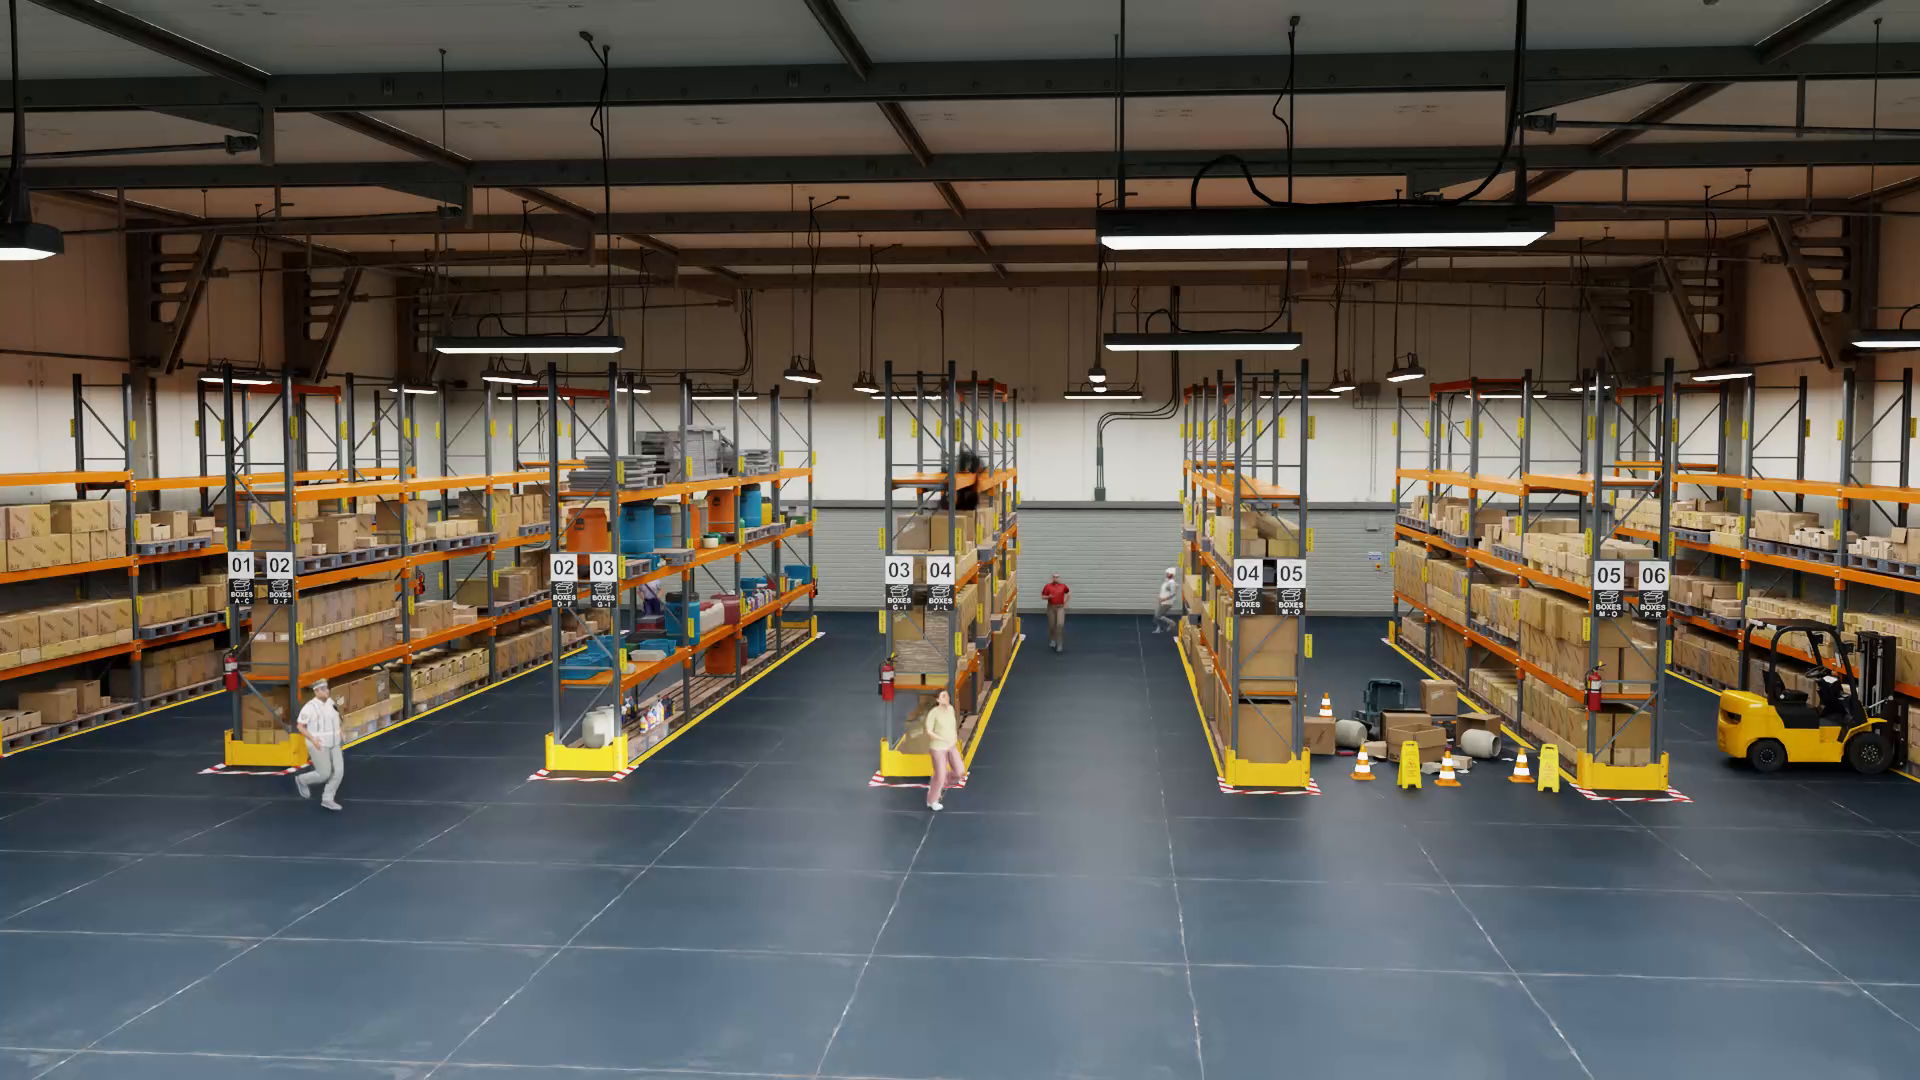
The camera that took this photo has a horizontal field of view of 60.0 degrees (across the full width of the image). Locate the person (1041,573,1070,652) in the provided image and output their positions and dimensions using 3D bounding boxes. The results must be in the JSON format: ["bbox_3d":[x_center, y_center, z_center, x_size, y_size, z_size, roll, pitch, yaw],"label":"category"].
[{"bbox_3d":[2.183,1.630,37.987,0.647,1.770,0.816,0,4,3],"label":"person"}]

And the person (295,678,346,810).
[{"bbox_3d":[-8.480,2.692,22.059,0.644,1.748,0.669,2,4,24],"label":"person"}]

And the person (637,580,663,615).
[{"bbox_3d":[-7.549,1.550,40.547,0.628,1.611,0.583,-1,4,-9],"label":"person"}]

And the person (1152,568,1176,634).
[{"bbox_3d":[5.007,1.497,40.753,0.556,1.682,0.749,0,4,5],"label":"person"}]

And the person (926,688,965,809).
[{"bbox_3d":[-0.196,2.748,21.912,0.611,1.624,0.611,-3,5,-40],"label":"person"}]
